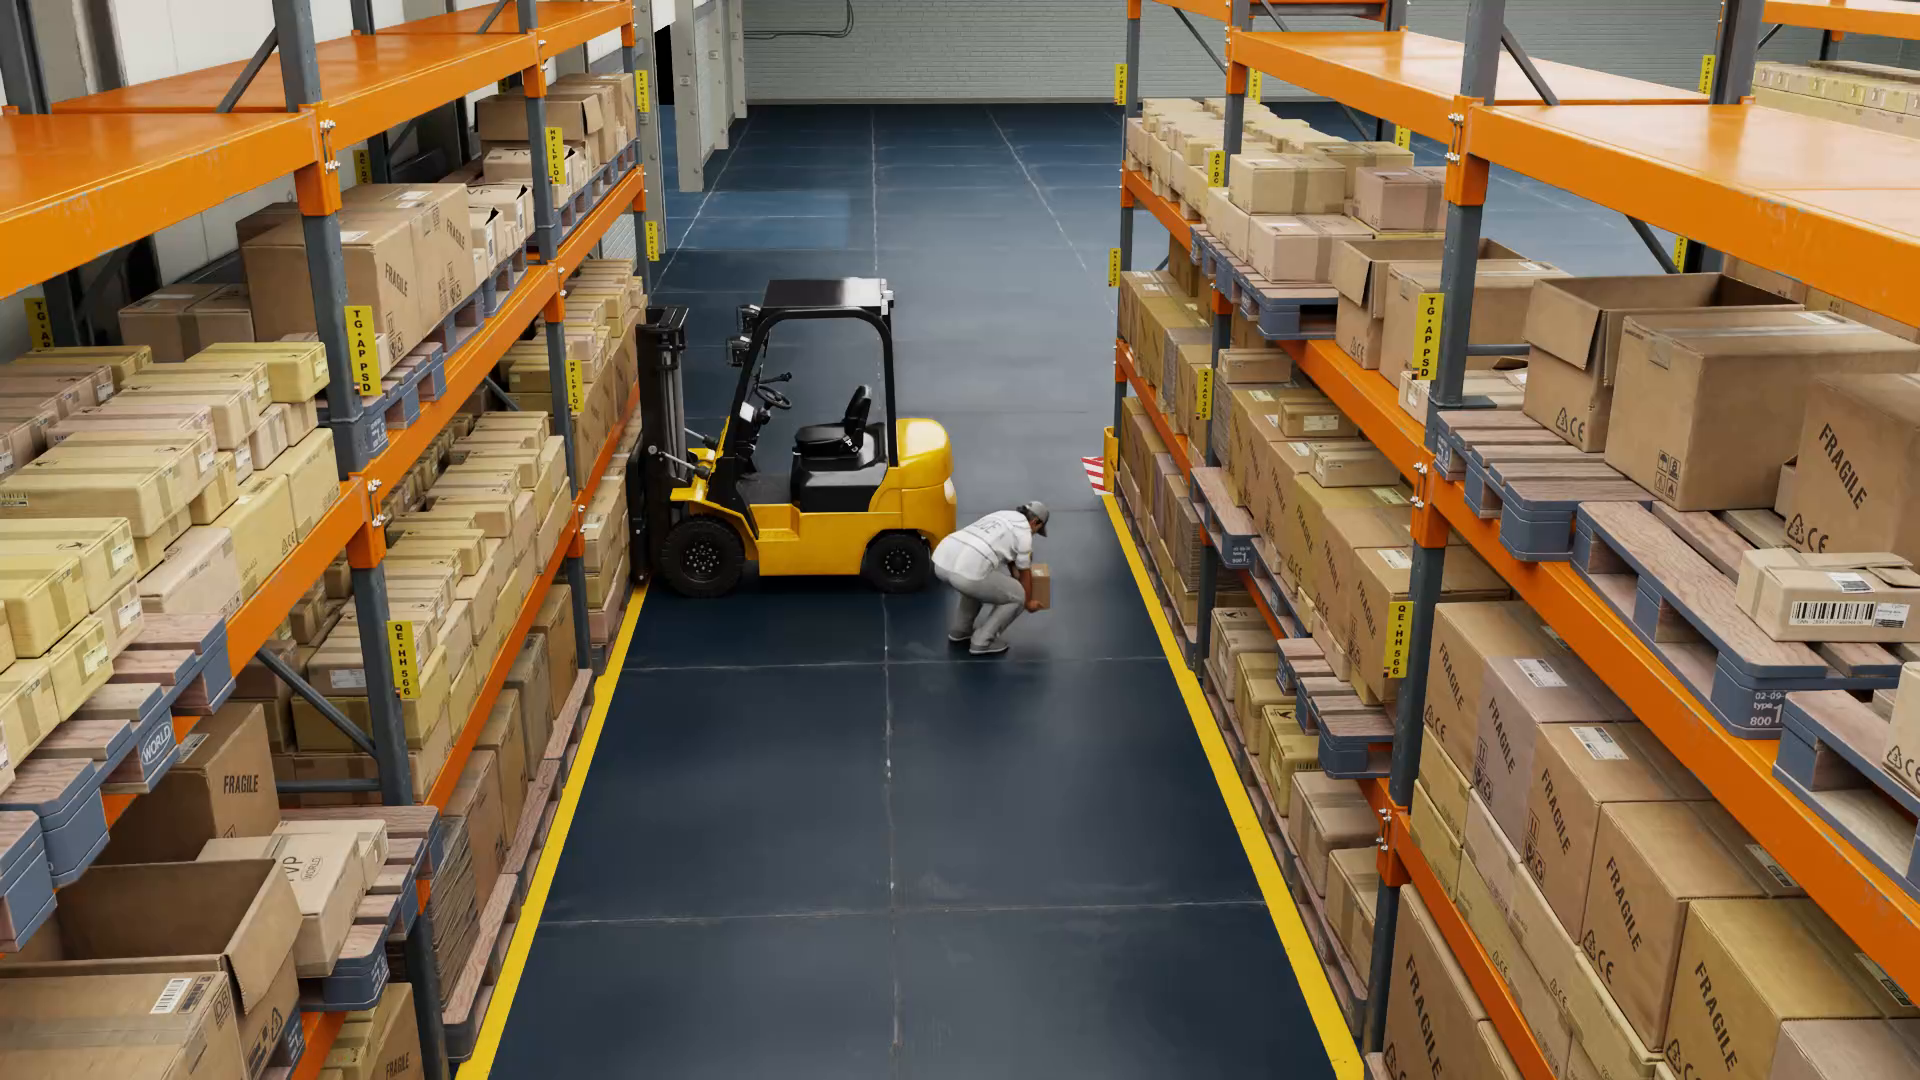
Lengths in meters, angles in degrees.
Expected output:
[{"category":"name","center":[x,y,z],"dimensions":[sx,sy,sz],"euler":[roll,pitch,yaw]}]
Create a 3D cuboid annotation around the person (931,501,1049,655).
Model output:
[{"category":"person","center":[0.241,0.255,11.435],"dimensions":[0.914,0.943,0.521],"euler":[-14,24,-32]}]
